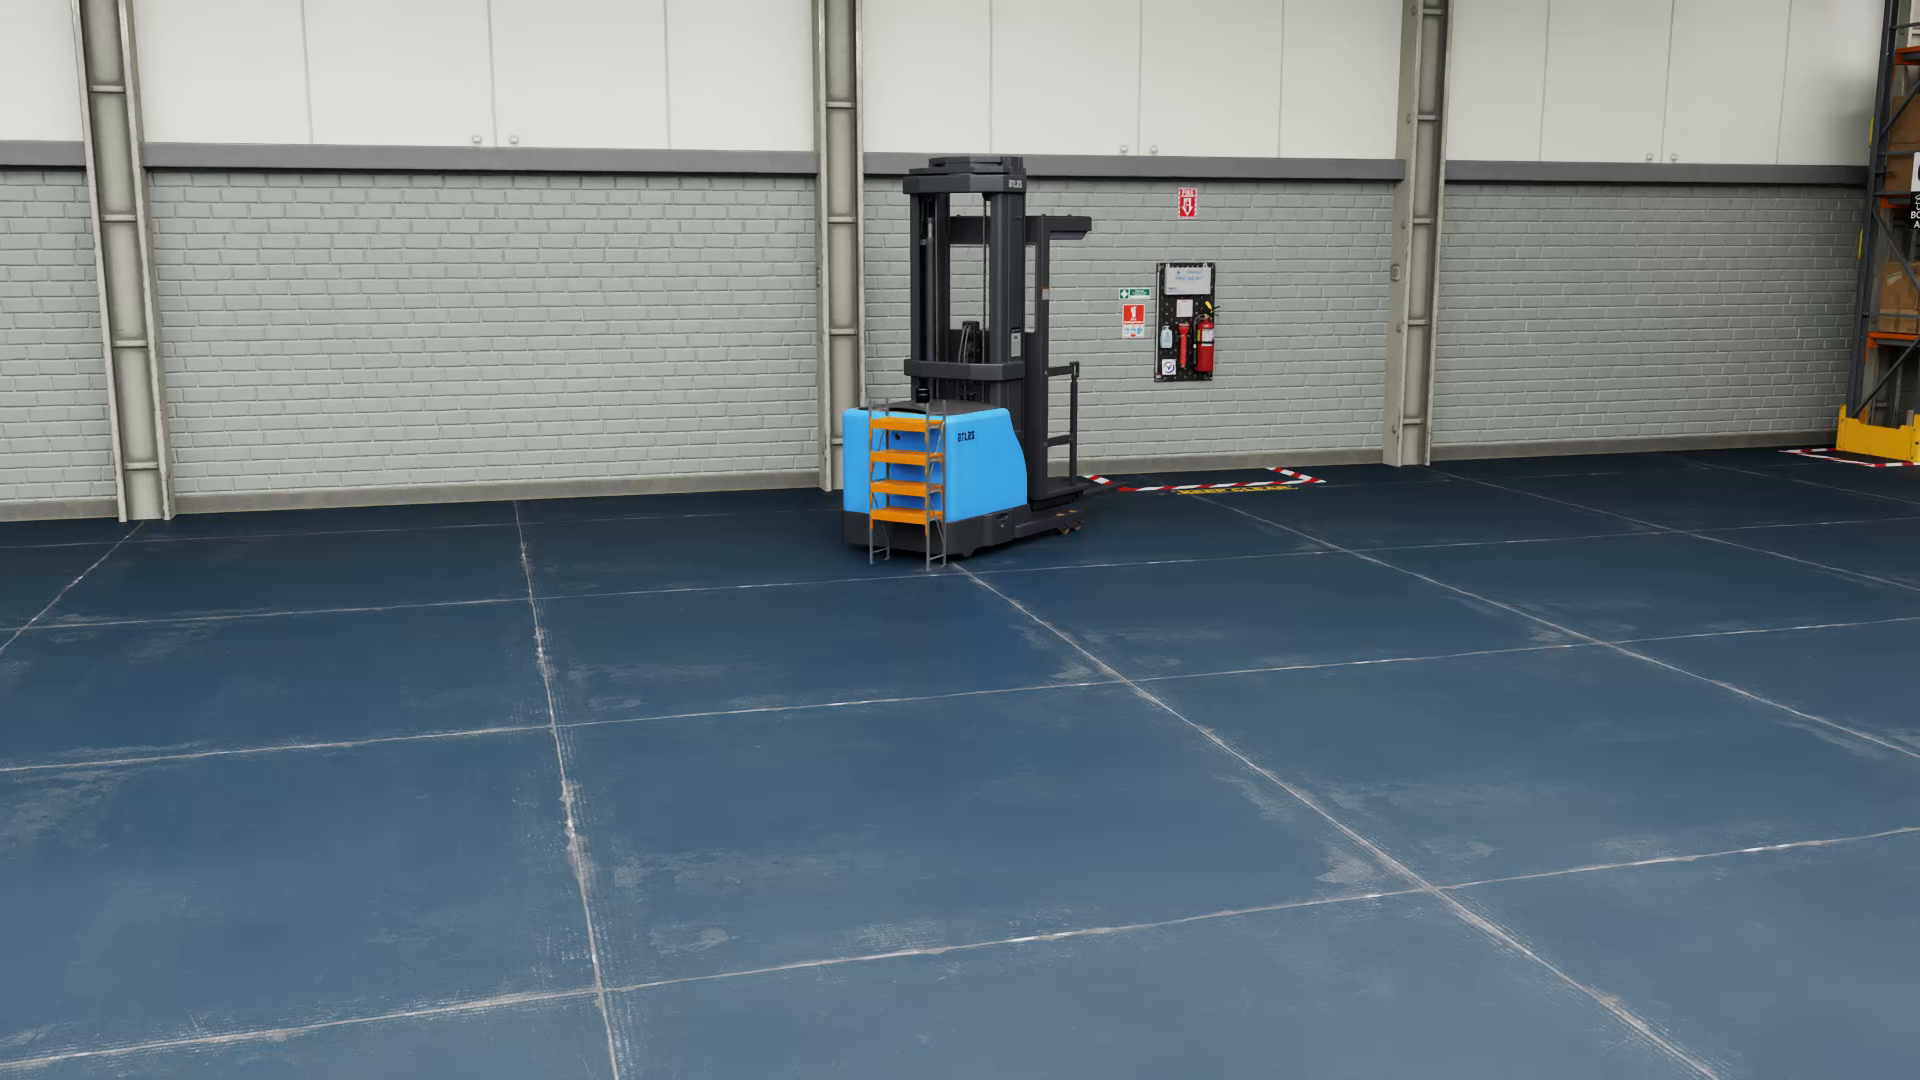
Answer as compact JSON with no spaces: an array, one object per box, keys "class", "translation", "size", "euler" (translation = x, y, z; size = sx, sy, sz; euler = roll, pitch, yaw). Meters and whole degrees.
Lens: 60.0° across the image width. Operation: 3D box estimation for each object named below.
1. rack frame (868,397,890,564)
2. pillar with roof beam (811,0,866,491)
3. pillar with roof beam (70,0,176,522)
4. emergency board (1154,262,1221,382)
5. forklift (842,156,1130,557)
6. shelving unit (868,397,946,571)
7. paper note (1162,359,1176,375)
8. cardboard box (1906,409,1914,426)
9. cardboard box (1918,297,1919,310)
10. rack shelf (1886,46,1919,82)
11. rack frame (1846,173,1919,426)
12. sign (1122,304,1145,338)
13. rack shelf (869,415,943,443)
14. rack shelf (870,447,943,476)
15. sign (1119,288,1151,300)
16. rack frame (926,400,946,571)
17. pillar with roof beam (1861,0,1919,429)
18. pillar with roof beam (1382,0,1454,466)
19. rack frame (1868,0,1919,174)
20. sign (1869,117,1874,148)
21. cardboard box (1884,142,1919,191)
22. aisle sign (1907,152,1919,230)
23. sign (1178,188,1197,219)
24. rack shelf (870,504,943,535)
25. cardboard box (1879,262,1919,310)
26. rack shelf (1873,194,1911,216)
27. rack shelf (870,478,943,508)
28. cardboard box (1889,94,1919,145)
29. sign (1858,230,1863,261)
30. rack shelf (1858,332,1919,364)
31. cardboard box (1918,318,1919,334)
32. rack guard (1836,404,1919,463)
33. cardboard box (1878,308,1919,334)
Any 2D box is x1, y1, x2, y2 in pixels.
[{"class":"rack frame","translation":[-0.587,-0.432,12.076],"size":[0.015,1.200,0.240],"euler":[6,12,31]},{"class":"pillar with roof beam","translation":[0.096,-4.169,10.839],"size":[0.400,9.000,9.100],"euler":[-3,11,-16]},{"class":"pillar with roof beam","translation":[-5.665,-3.866,9.189],"size":[0.400,9.000,9.100],"euler":[-3,11,-16]},{"class":"emergency board","translation":[2.270,-2.152,16.453],"size":[0.643,1.169,0.194],"euler":[-3,11,-16]},{"class":"forklift","translation":[0.355,-1.534,13.285],"size":[1.130,2.935,3.031],"euler":[7,13,34]},{"class":"shelving unit","translation":[-0.378,-0.409,11.952],"size":[0.503,1.200,0.258],"euler":[6,12,31]},{"class":"paper note","translation":[2.081,-1.722,16.549],"size":[0.142,0.148,0.016],"euler":[-3,11,-16]},{"class":"cardboard box","translation":[10.674,-1.302,18.045],"size":[0.500,0.311,0.500],"euler":[-4,11,-22]},{"class":"cardboard box","translation":[10.527,-2.665,17.528],"size":[0.500,0.500,0.500],"euler":[-3,11,-16]},{"class":"rack shelf","translation":[11.905,-5.085,17.808],"size":[4.000,0.370,1.077],"euler":[-3,11,-16]},{"class":"rack frame","translation":[9.984,-2.389,17.736],"size":[0.127,3.000,1.000],"euler":[-3,11,-16]},{"class":"sign","translation":[1.711,-2.160,16.395],"size":[0.234,0.329,0.001],"euler":[-3,11,-16]},{"class":"rack shelf","translation":[-0.377,-0.796,11.882],"size":[0.480,0.148,0.258],"euler":[6,12,31]},{"class":"rack shelf","translation":[-0.378,-0.563,11.924],"size":[0.480,0.148,0.258],"euler":[6,12,31]},{"class":"sign","translation":[1.717,-2.419,16.340],"size":[0.331,0.109,0.001],"euler":[-3,11,-16]},{"class":"rack frame","translation":[-0.169,-0.386,11.828],"size":[0.015,1.200,0.240],"euler":[6,12,31]},{"class":"pillar with roof beam","translation":[11.618,-4.776,14.137],"size":[0.400,9.000,9.100],"euler":[-3,11,-16]},{"class":"pillar with roof beam","translation":[5.857,-4.473,12.488],"size":[0.400,9.000,9.100],"euler":[-3,11,-16]},{"class":"rack frame","translation":[9.984,-5.339,17.193],"size":[0.127,3.000,1.000],"euler":[-3,11,-16]},{"class":"sign","translation":[9.848,-4.397,17.914],"size":[0.005,0.325,0.100],"euler":[-3,11,-16]},{"class":"cardboard box","translation":[10.314,-3.988,17.808],"size":[0.500,0.500,0.500],"euler":[-2,11,-12]},{"class":"aisle sign","translation":[9.999,-3.611,17.198],"size":[0.004,0.787,0.394],"euler":[-3,11,-16]},{"class":"sign","translation":[2.235,-3.309,16.335],"size":[0.199,0.298,0.001],"euler":[-3,11,-16]},{"class":"rack shelf","translation":[-0.378,-0.147,12.000],"size":[0.480,0.148,0.258],"euler":[6,12,31]},{"class":"cardboard box","translation":[10.377,-2.754,18.011],"size":[0.500,0.500,0.500],"euler":[-3,11,-17]},{"class":"rack shelf","translation":[11.905,-3.611,18.080],"size":[4.000,0.370,1.077],"euler":[-3,11,-16]},{"class":"rack shelf","translation":[-0.378,-0.343,11.964],"size":[0.480,0.148,0.258],"euler":[6,12,31]},{"class":"cardboard box","translation":[10.325,-4.482,17.729],"size":[0.500,0.500,0.500],"euler":[-3,11,-13]},{"class":"sign","translation":[9.848,-3.211,18.133],"size":[0.005,0.325,0.100],"euler":[-3,11,-16]},{"class":"rack shelf","translation":[11.905,-2.136,18.351],"size":[4.000,0.370,1.077],"euler":[-3,11,-16]},{"class":"cardboard box","translation":[10.542,-2.294,17.583],"size":[0.500,0.250,0.500],"euler":[-3,11,-18]},{"class":"rack guard","translation":[10.057,-1.163,17.984],"size":[0.348,0.500,1.175],"euler":[-3,11,-16]},{"class":"cardboard box","translation":[10.379,-2.382,18.060],"size":[0.500,0.250,0.500],"euler":[-3,11,-15]}]
